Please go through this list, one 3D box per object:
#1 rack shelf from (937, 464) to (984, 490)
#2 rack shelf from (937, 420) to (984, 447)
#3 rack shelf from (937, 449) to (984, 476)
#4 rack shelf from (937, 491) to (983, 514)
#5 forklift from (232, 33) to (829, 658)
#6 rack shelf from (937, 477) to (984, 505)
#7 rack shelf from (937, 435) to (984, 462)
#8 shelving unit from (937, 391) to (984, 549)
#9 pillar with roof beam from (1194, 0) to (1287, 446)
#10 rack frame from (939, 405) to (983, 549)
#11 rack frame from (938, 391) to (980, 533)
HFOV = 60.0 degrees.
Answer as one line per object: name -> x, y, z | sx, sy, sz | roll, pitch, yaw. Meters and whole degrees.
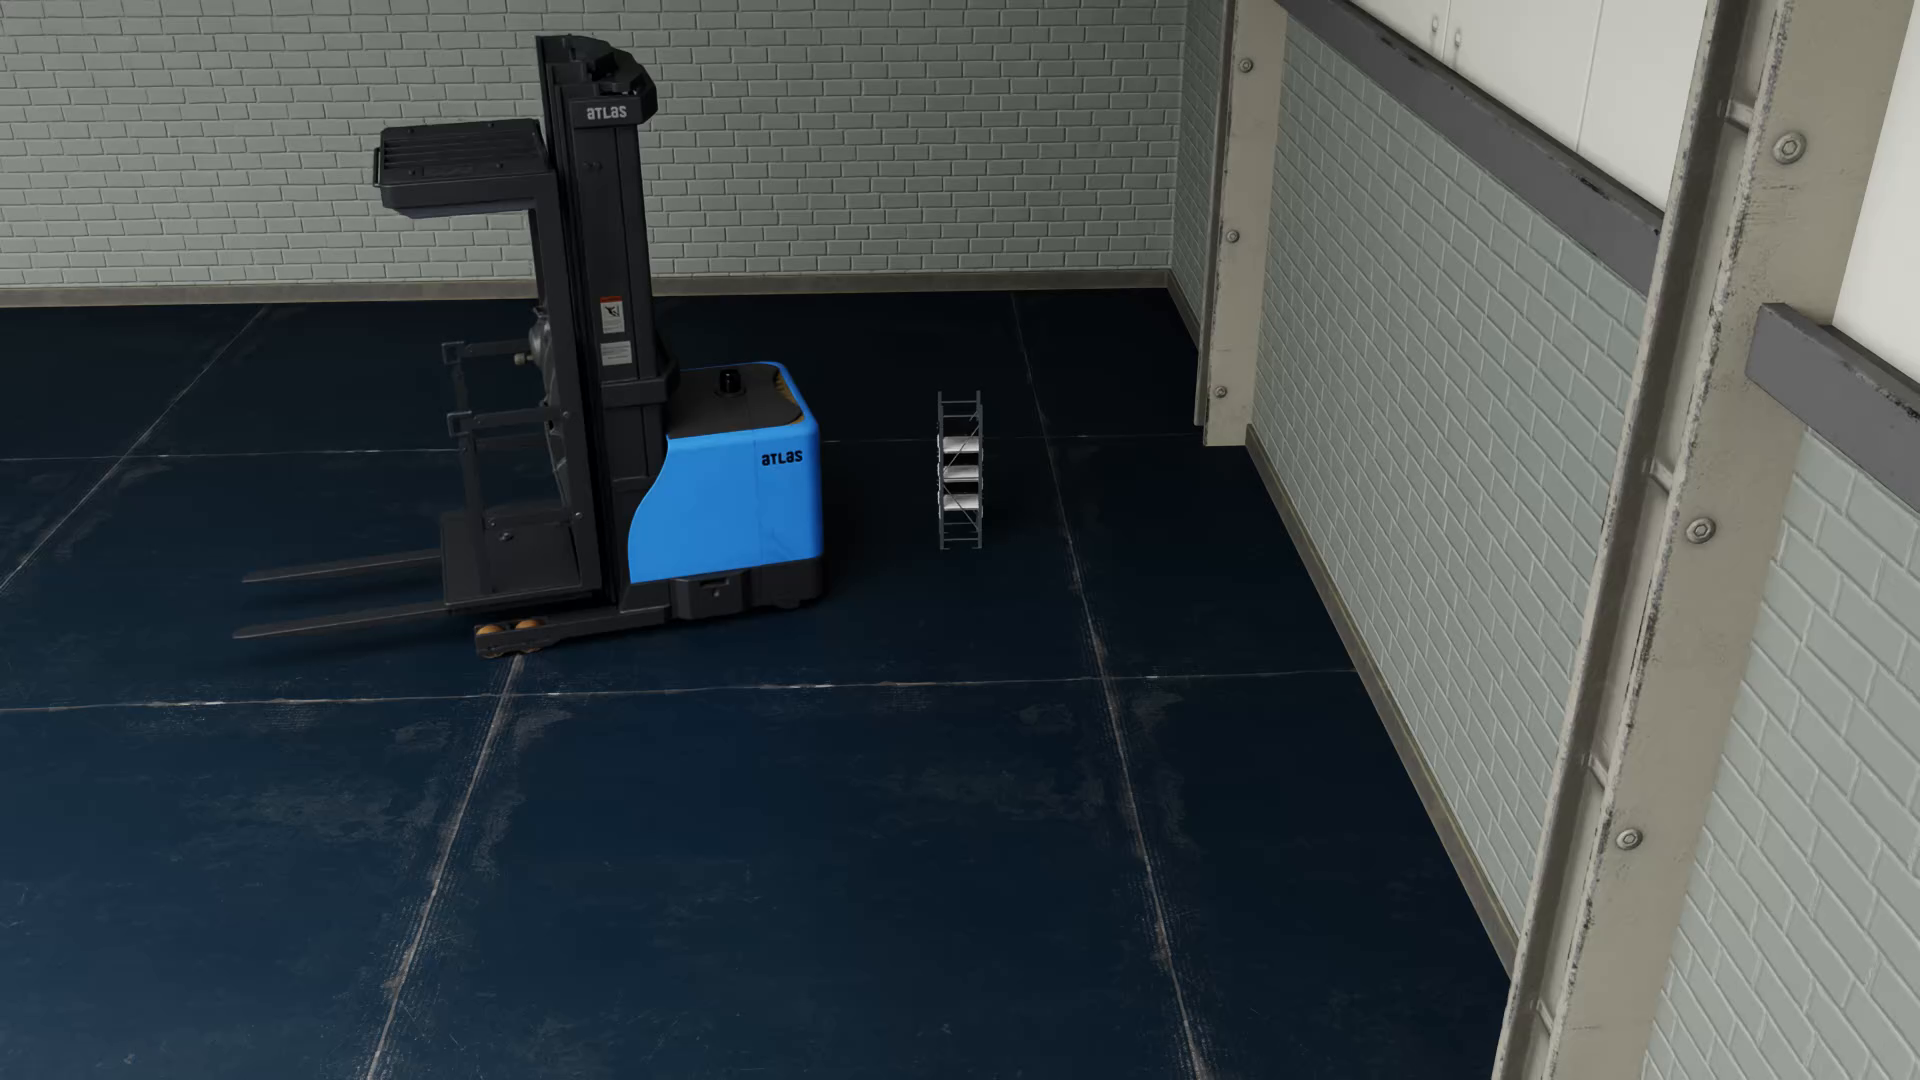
rack shelf -> 0.000, -0.366, 9.550 | 0.258, 0.077, 0.200 | -1, 28, -3
rack shelf -> 0.000, -0.605, 9.425 | 0.258, 0.077, 0.200 | -1, 28, -3
rack shelf -> 0.000, -0.445, 9.509 | 0.258, 0.077, 0.200 | -1, 28, -3
rack shelf -> 0.000, -0.206, 9.633 | 0.258, 0.077, 0.200 | -1, 28, -3
forklift -> -2.293, -0.963, 8.427 | 3.031, 2.935, 1.130 | -8, 29, -15
rack shelf -> 0.000, -0.286, 9.592 | 0.258, 0.077, 0.200 | -1, 28, -3
rack shelf -> 0.000, -0.525, 9.467 | 0.258, 0.077, 0.200 | -1, 28, -3
shelving unit -> 0.000, -0.395, 9.535 | 0.258, 0.900, 0.210 | -1, 28, -3
pillar with roof beam -> -2.550, -4.600, 8.838 | 9.100, 9.000, 0.400 | -1, 28, -3
rack frame -> 0.006, -0.348, 9.445 | 0.240, 0.900, 0.006 | -1, 28, -3
rack frame -> -0.005, -0.442, 9.625 | 0.240, 0.900, 0.006 | -1, 28, -3
